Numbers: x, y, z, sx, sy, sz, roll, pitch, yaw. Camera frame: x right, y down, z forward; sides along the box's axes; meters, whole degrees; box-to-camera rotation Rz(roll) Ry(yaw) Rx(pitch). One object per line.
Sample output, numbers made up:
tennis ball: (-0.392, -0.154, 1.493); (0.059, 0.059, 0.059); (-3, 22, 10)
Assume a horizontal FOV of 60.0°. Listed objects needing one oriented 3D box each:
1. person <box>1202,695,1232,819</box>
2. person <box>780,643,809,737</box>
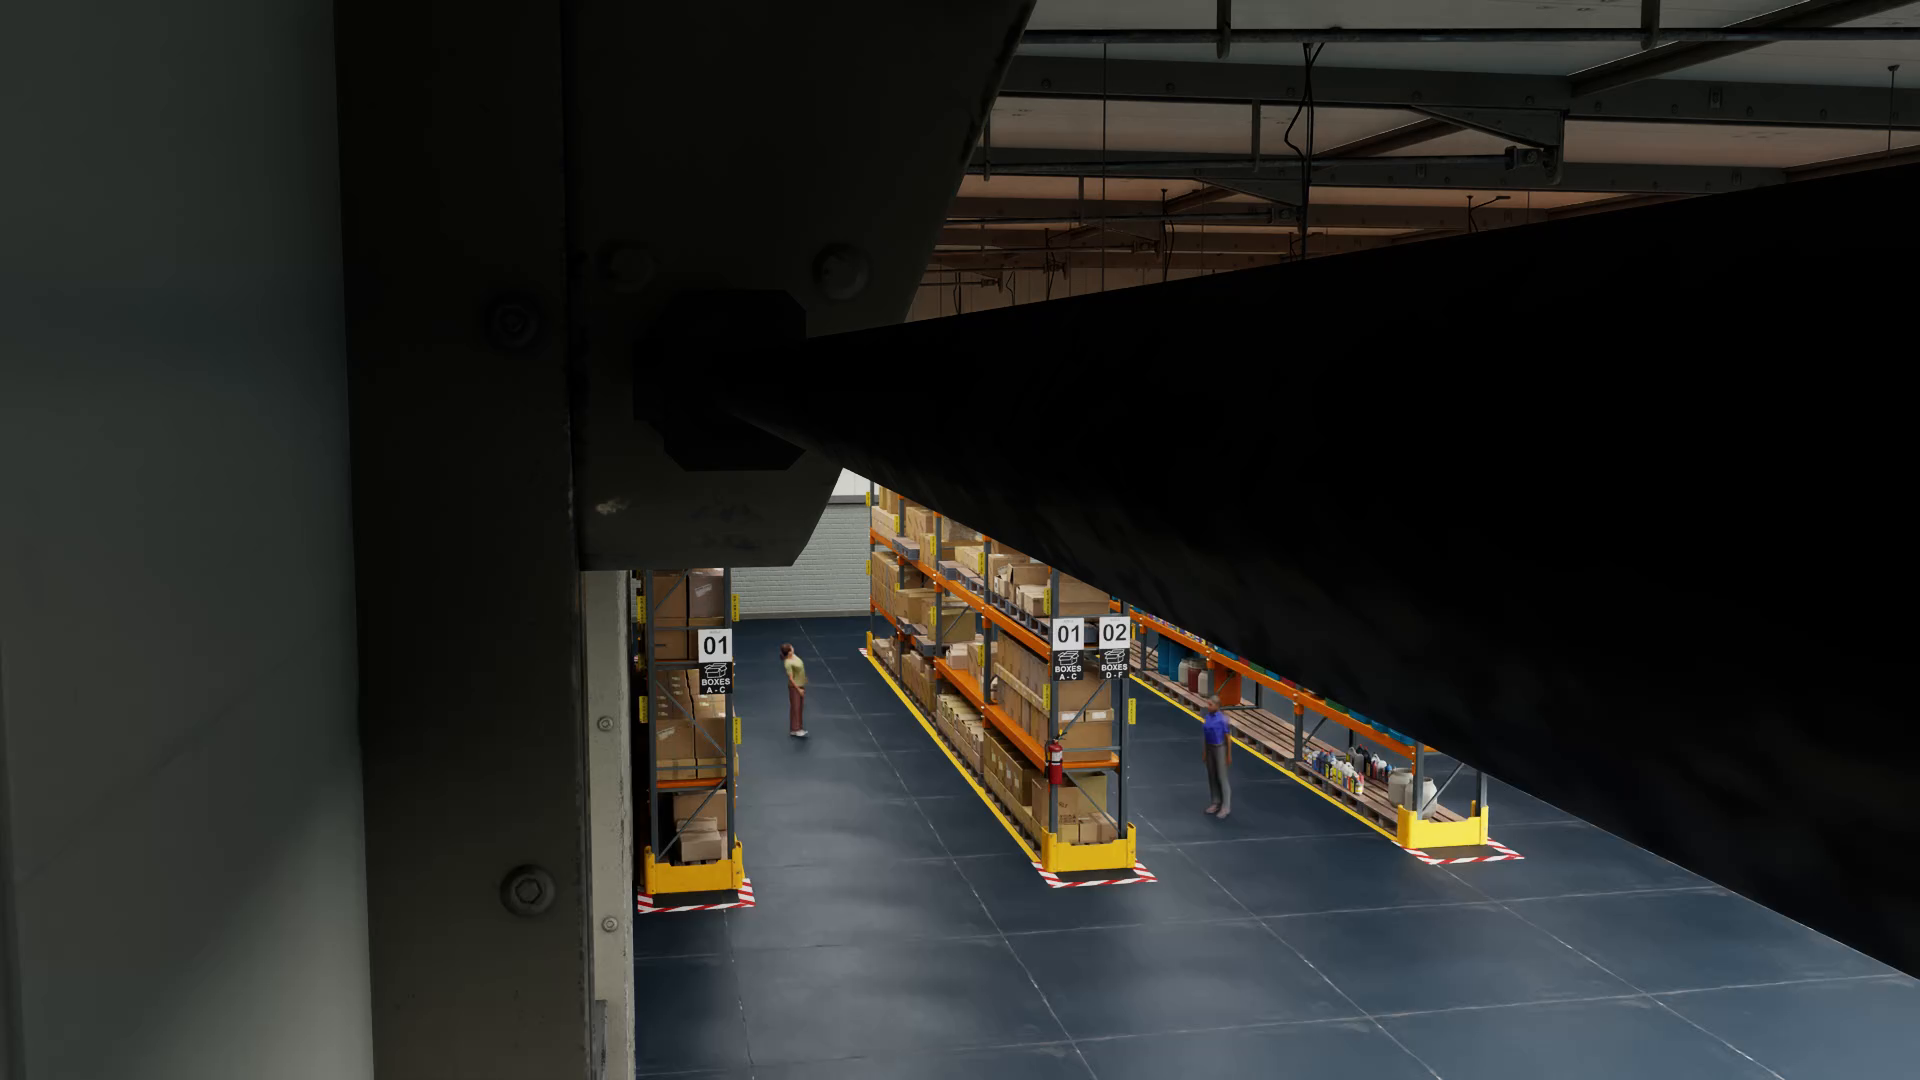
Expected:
person: (3.628, 3.058, 23.570); (0.383, 1.694, 0.571); (-4, 7, -34)
person: (-2.824, 2.562, 28.620); (0.456, 1.666, 0.624); (1, 6, 13)
